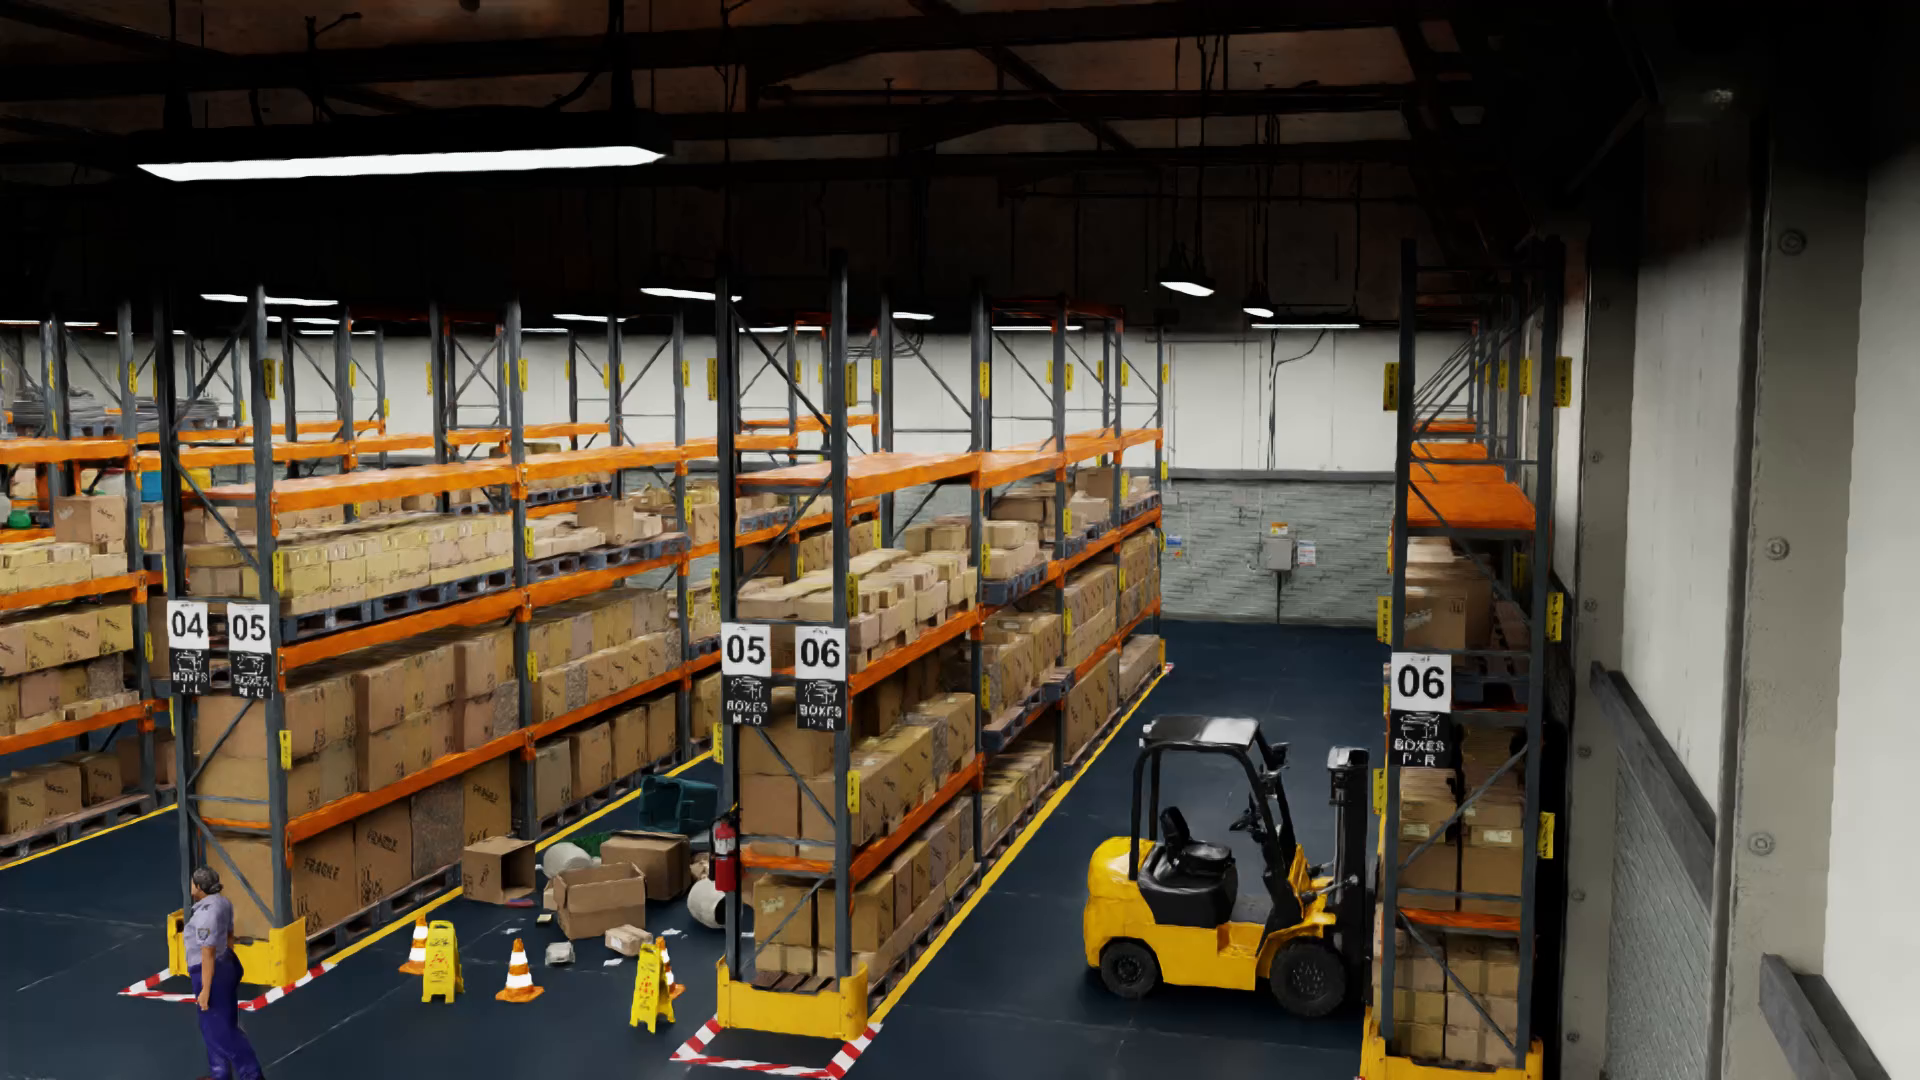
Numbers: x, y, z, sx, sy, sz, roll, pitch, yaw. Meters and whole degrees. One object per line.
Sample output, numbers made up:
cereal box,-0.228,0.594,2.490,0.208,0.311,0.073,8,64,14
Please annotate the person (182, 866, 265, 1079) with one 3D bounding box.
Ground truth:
person,-5.224,3.120,11.788,0.516,1.640,0.596,-1,6,-11
